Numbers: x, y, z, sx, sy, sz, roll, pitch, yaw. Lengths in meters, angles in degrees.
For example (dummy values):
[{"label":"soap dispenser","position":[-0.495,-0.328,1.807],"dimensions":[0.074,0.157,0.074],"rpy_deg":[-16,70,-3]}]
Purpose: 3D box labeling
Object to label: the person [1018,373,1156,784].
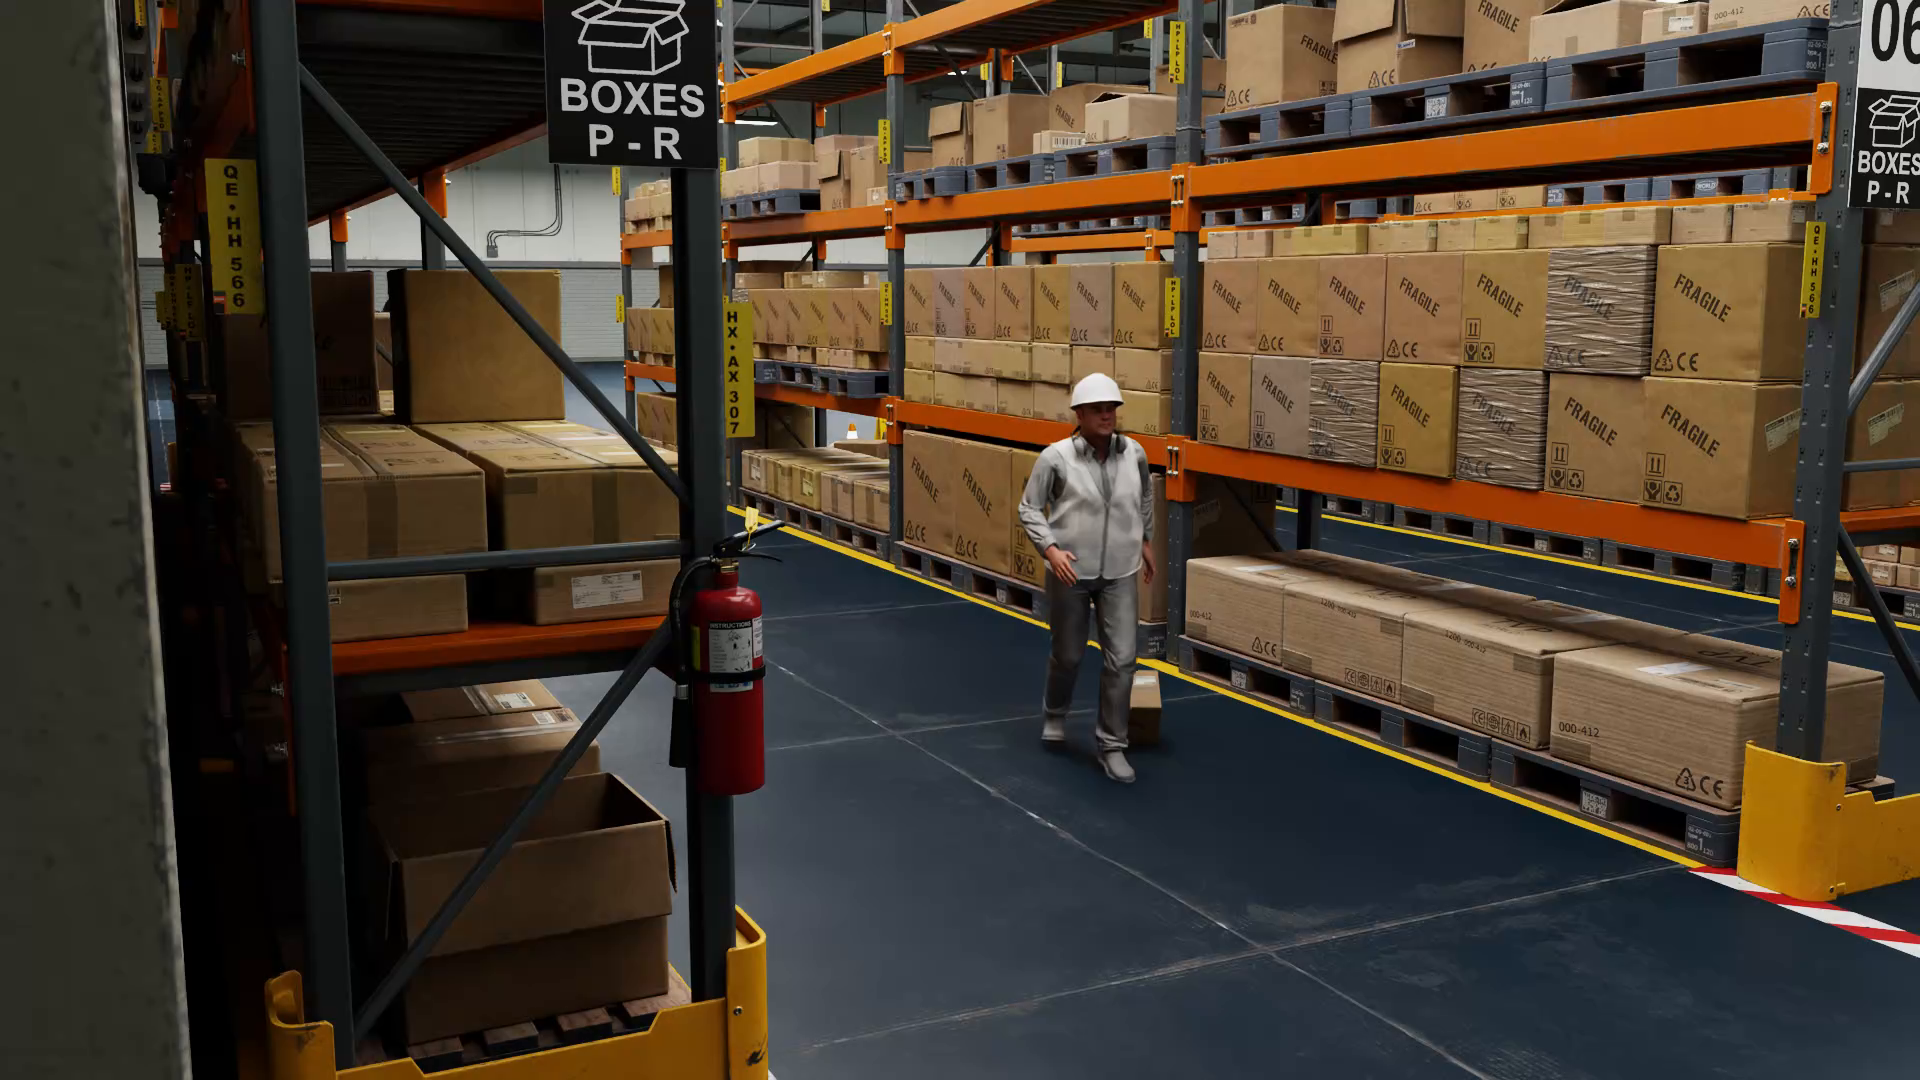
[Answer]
[{"label":"person","position":[0.573,0.138,7.472],"dimensions":[0.673,1.778,0.802],"rpy_deg":[-1,9,-10]}]
